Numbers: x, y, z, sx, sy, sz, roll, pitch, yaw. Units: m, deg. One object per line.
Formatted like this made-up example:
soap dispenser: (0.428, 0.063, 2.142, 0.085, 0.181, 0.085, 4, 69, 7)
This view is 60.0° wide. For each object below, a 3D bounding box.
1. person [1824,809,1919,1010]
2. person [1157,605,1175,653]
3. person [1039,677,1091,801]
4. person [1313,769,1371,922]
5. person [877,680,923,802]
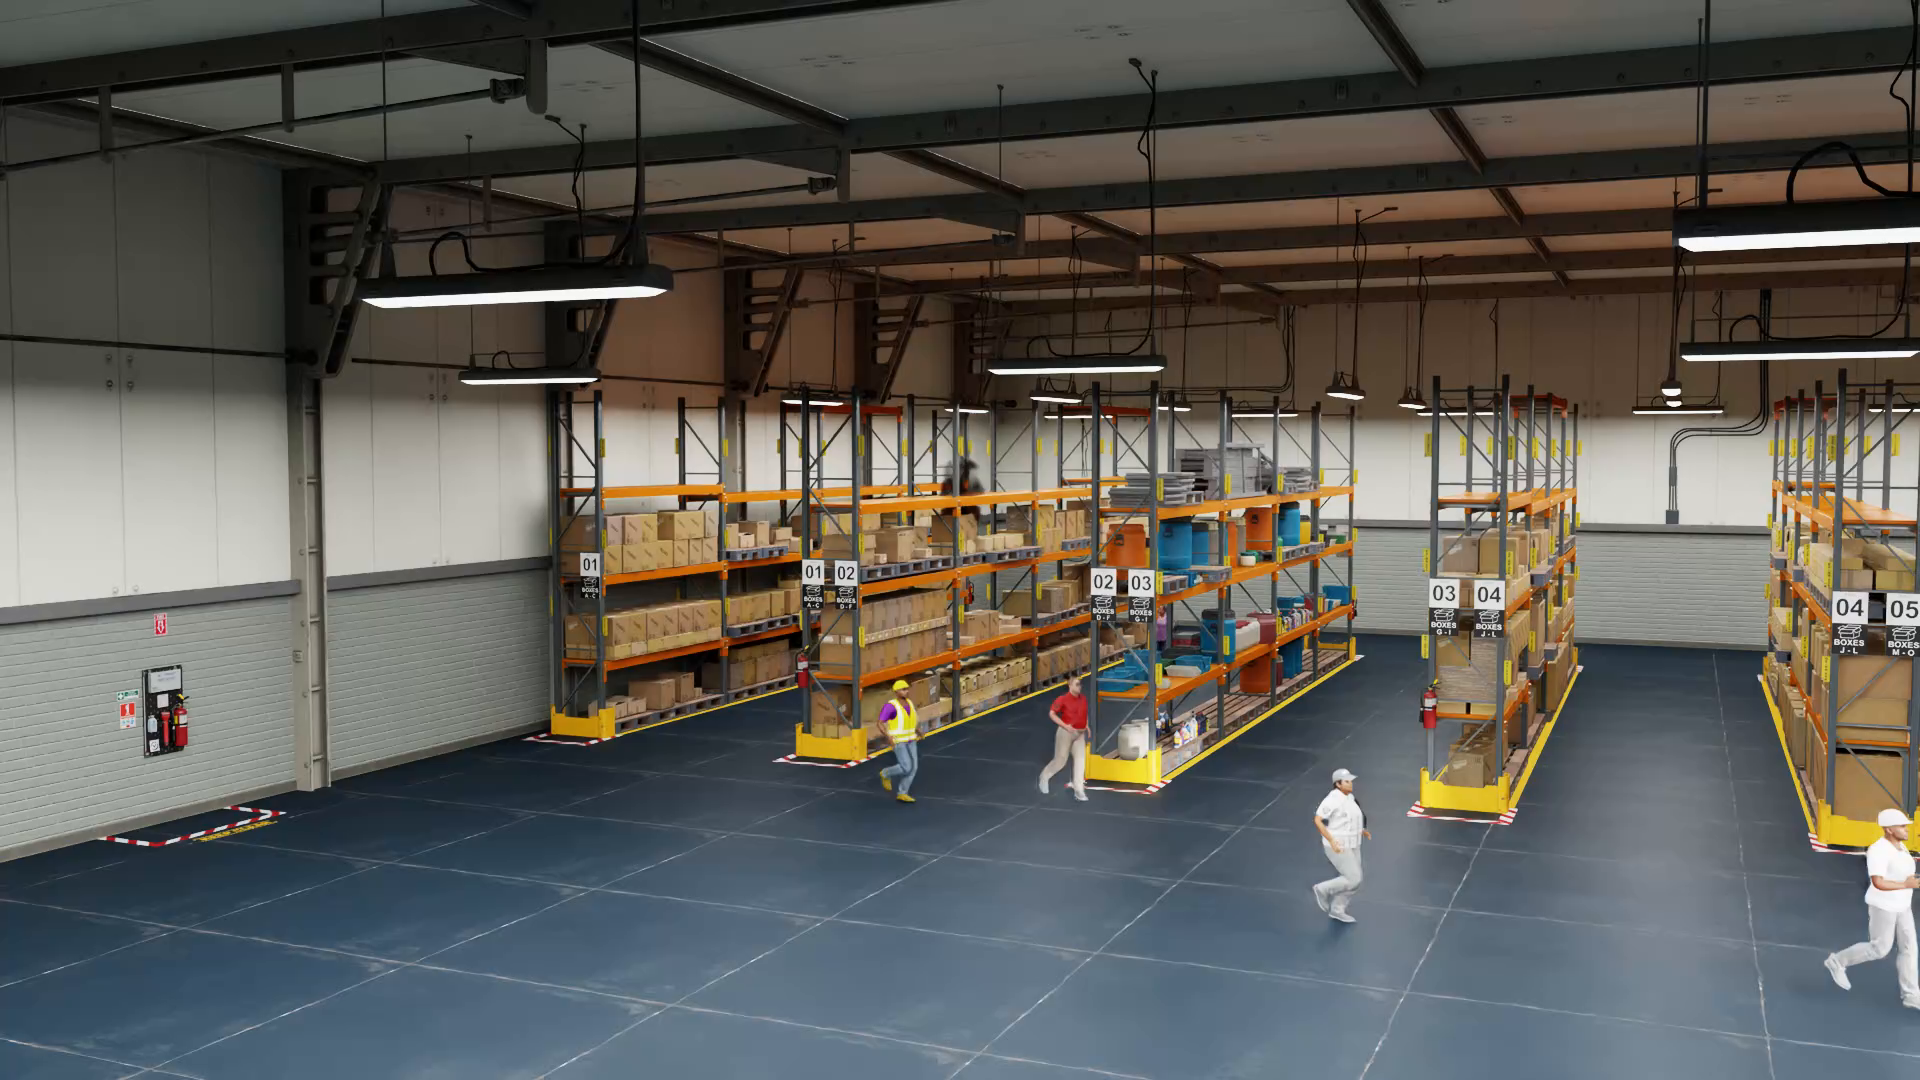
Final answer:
person: (8.291, 3.273, 14.904, 0.702, 1.747, 0.953, -3, 4, -39)
person: (4.374, 2.195, 36.089, 0.540, 1.597, 0.879, 1, 3, 11)
person: (1.623, 2.819, 23.892, 0.734, 1.695, 0.987, -3, 4, -39)
person: (4.053, 3.232, 17.555, 0.547, 1.611, 0.607, 3, 4, 40)
person: (-0.842, 2.842, 23.604, 0.589, 1.720, 0.704, 3, 4, 44)
